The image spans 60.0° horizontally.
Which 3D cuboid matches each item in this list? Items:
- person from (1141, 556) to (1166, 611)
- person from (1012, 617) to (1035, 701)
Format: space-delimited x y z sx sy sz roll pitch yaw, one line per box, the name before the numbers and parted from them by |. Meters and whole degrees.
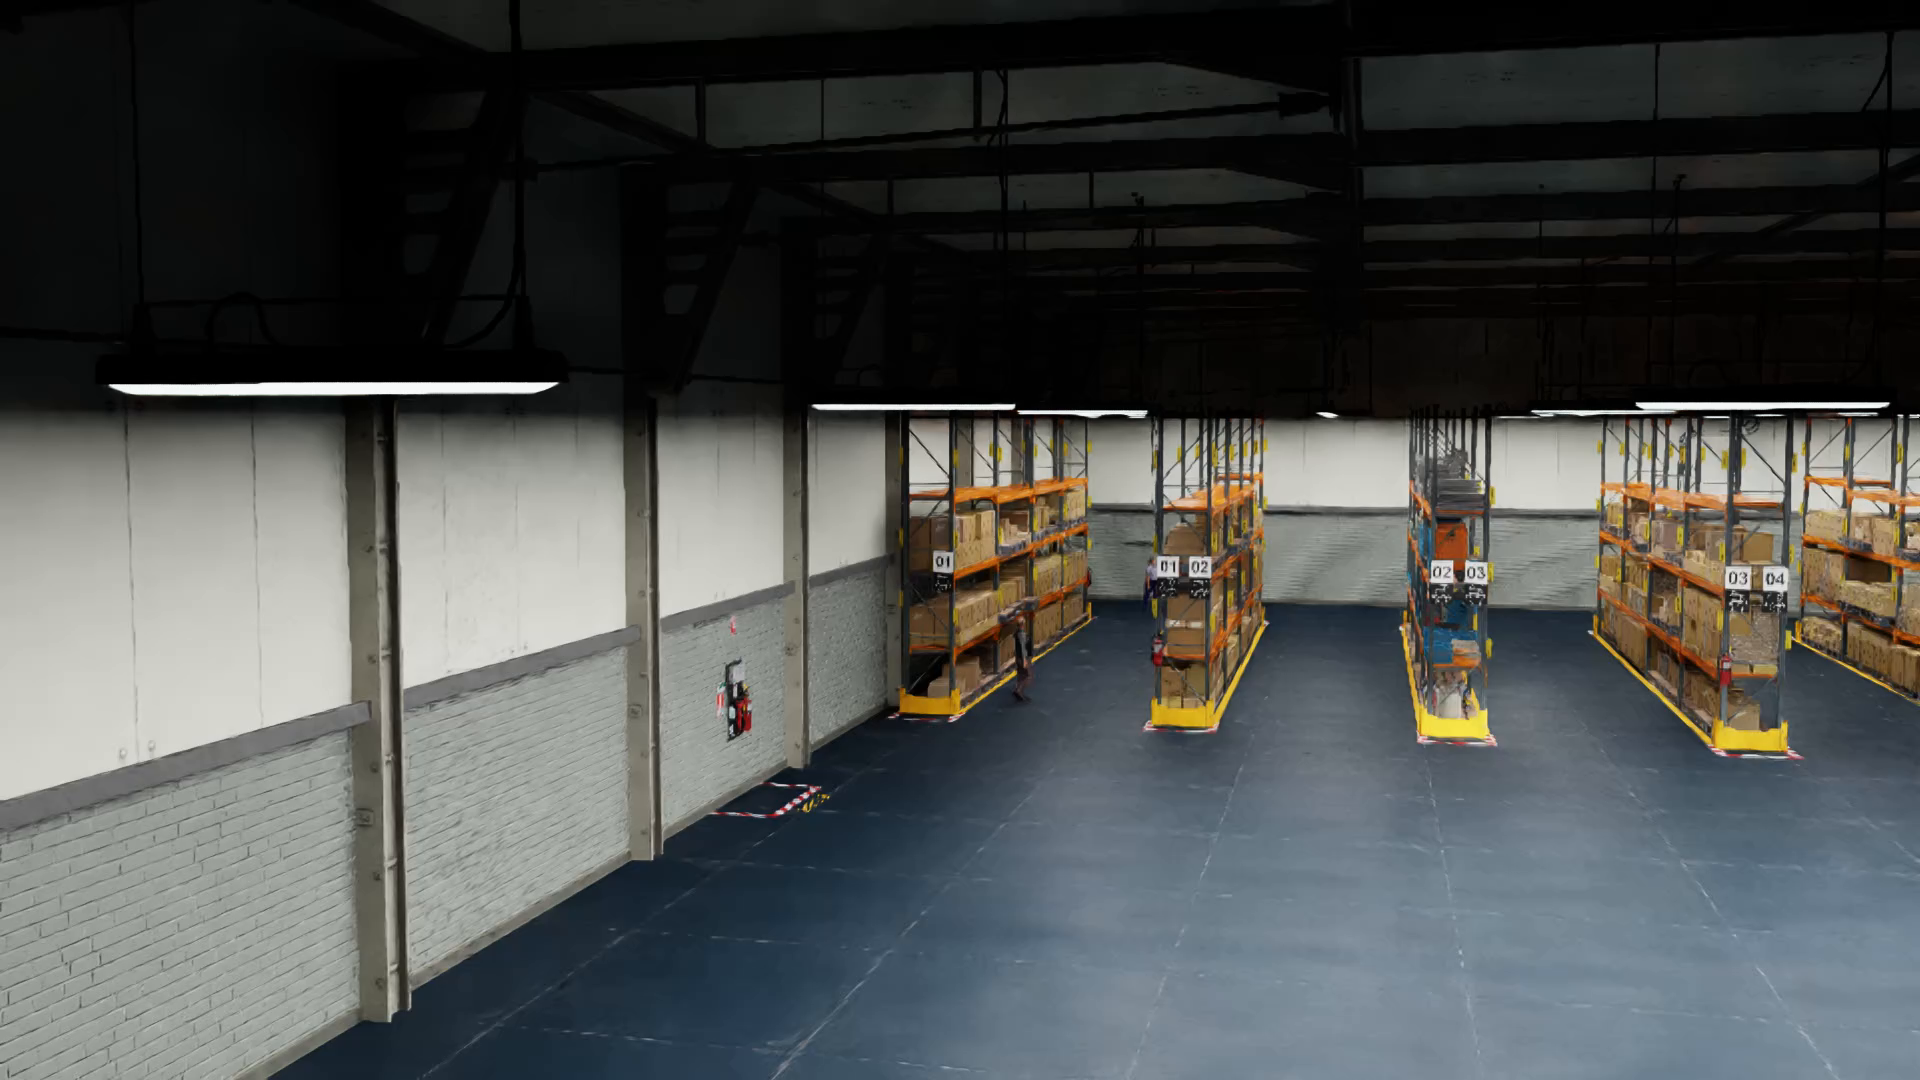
person | 5.787 1.408 49.992 0.720 1.447 0.526 -4 6 -44
person | 1.265 2.400 33.937 0.445 1.662 0.575 -1 4 -13
